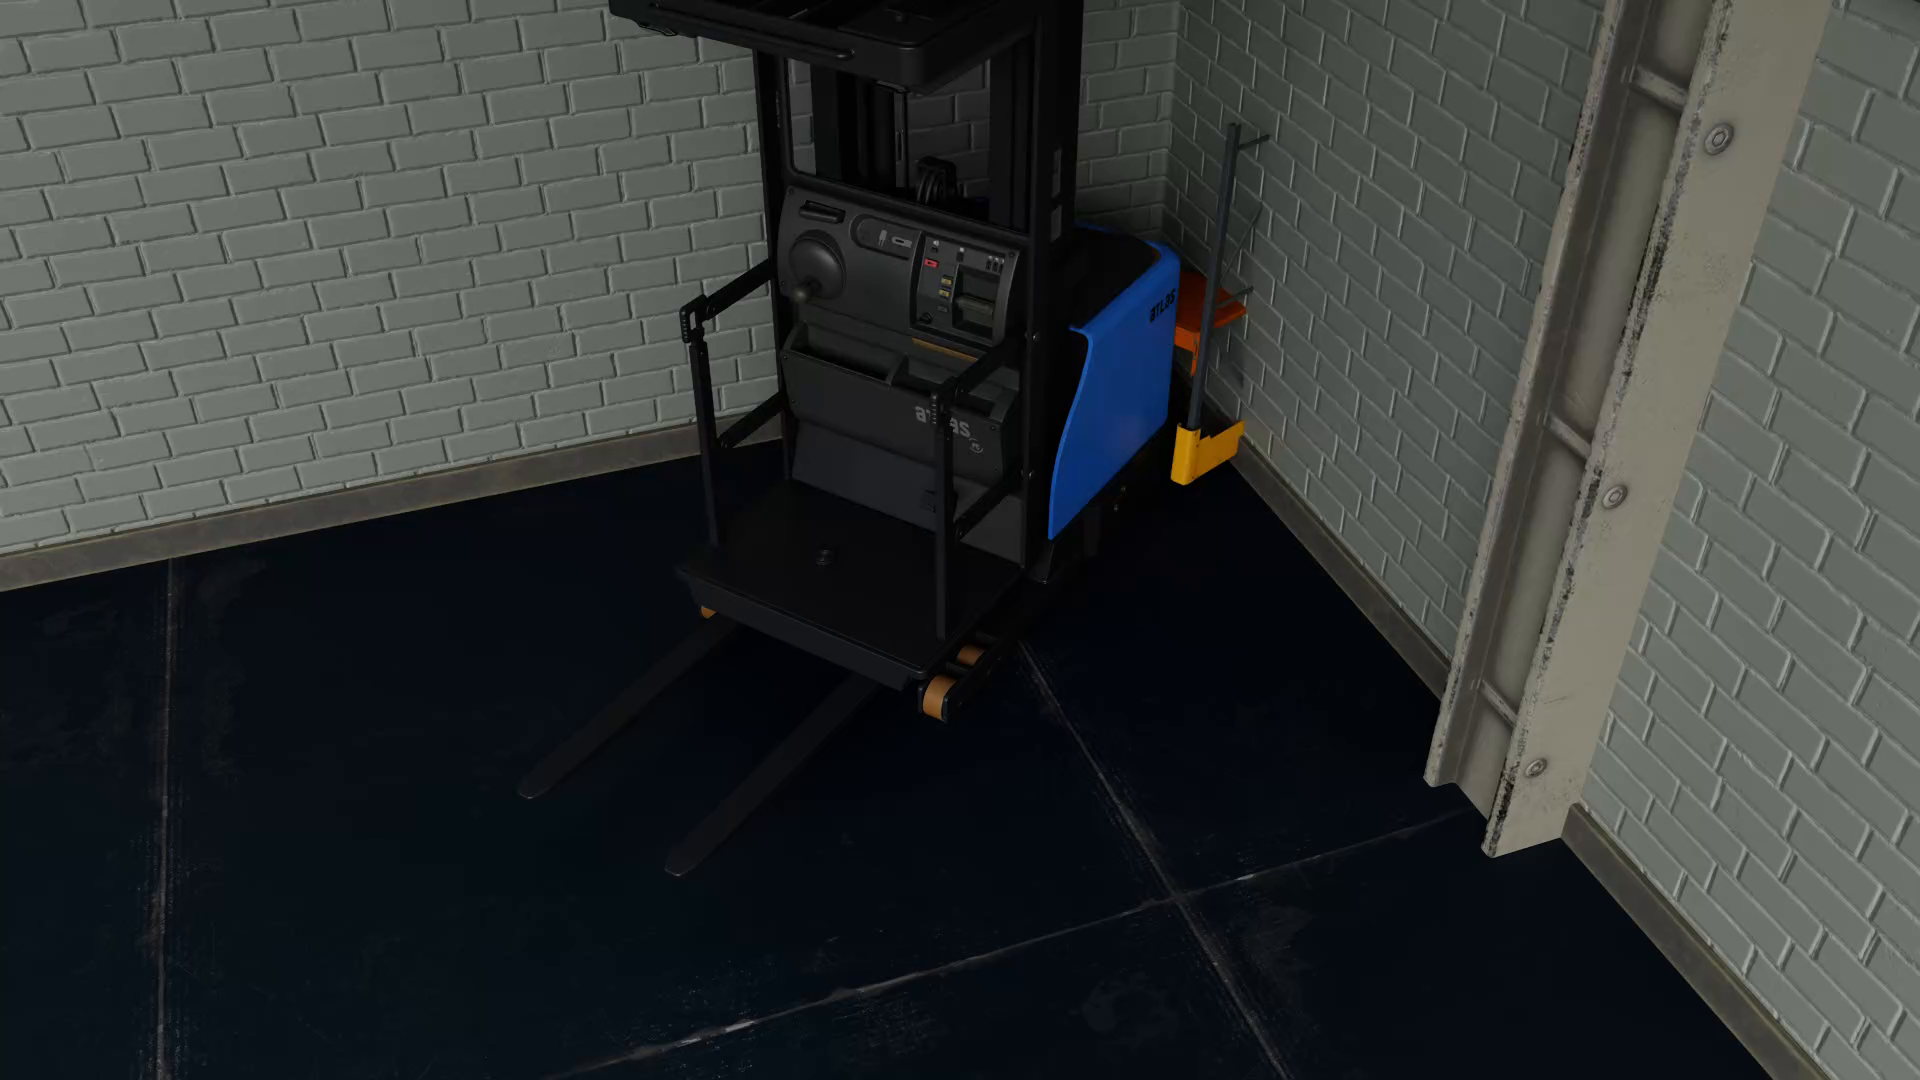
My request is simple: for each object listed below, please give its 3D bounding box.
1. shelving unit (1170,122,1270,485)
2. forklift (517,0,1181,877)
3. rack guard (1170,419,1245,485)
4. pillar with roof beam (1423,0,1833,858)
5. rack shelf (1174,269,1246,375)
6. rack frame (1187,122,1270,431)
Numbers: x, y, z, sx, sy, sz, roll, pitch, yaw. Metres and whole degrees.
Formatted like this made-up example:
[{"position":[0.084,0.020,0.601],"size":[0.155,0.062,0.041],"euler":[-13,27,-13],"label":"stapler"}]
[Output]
[{"position":[0.754,-1.173,6.949],"size":[1.083,1.500,0.587],"euler":[27,39,33],"label":"shelving unit"},{"position":[-0.330,-0.853,5.447],"size":[1.130,2.935,3.031],"euler":[21,42,25],"label":"forklift"},{"position":[1.096,-0.453,7.010],"size":[0.087,0.250,0.587],"euler":[27,39,33],"label":"rack guard"},{"position":[-2.251,-1.817,1.682],"size":[9.100,9.000,0.400],"euler":[-12,39,-16],"label":"pillar with roof beam"},{"position":[0.739,-1.024,7.049],"size":[1.000,0.185,0.538],"euler":[27,39,33],"label":"rack shelf"},{"position":[1.128,-0.982,6.679],"size":[0.032,1.500,0.500],"euler":[27,39,33],"label":"rack frame"}]
